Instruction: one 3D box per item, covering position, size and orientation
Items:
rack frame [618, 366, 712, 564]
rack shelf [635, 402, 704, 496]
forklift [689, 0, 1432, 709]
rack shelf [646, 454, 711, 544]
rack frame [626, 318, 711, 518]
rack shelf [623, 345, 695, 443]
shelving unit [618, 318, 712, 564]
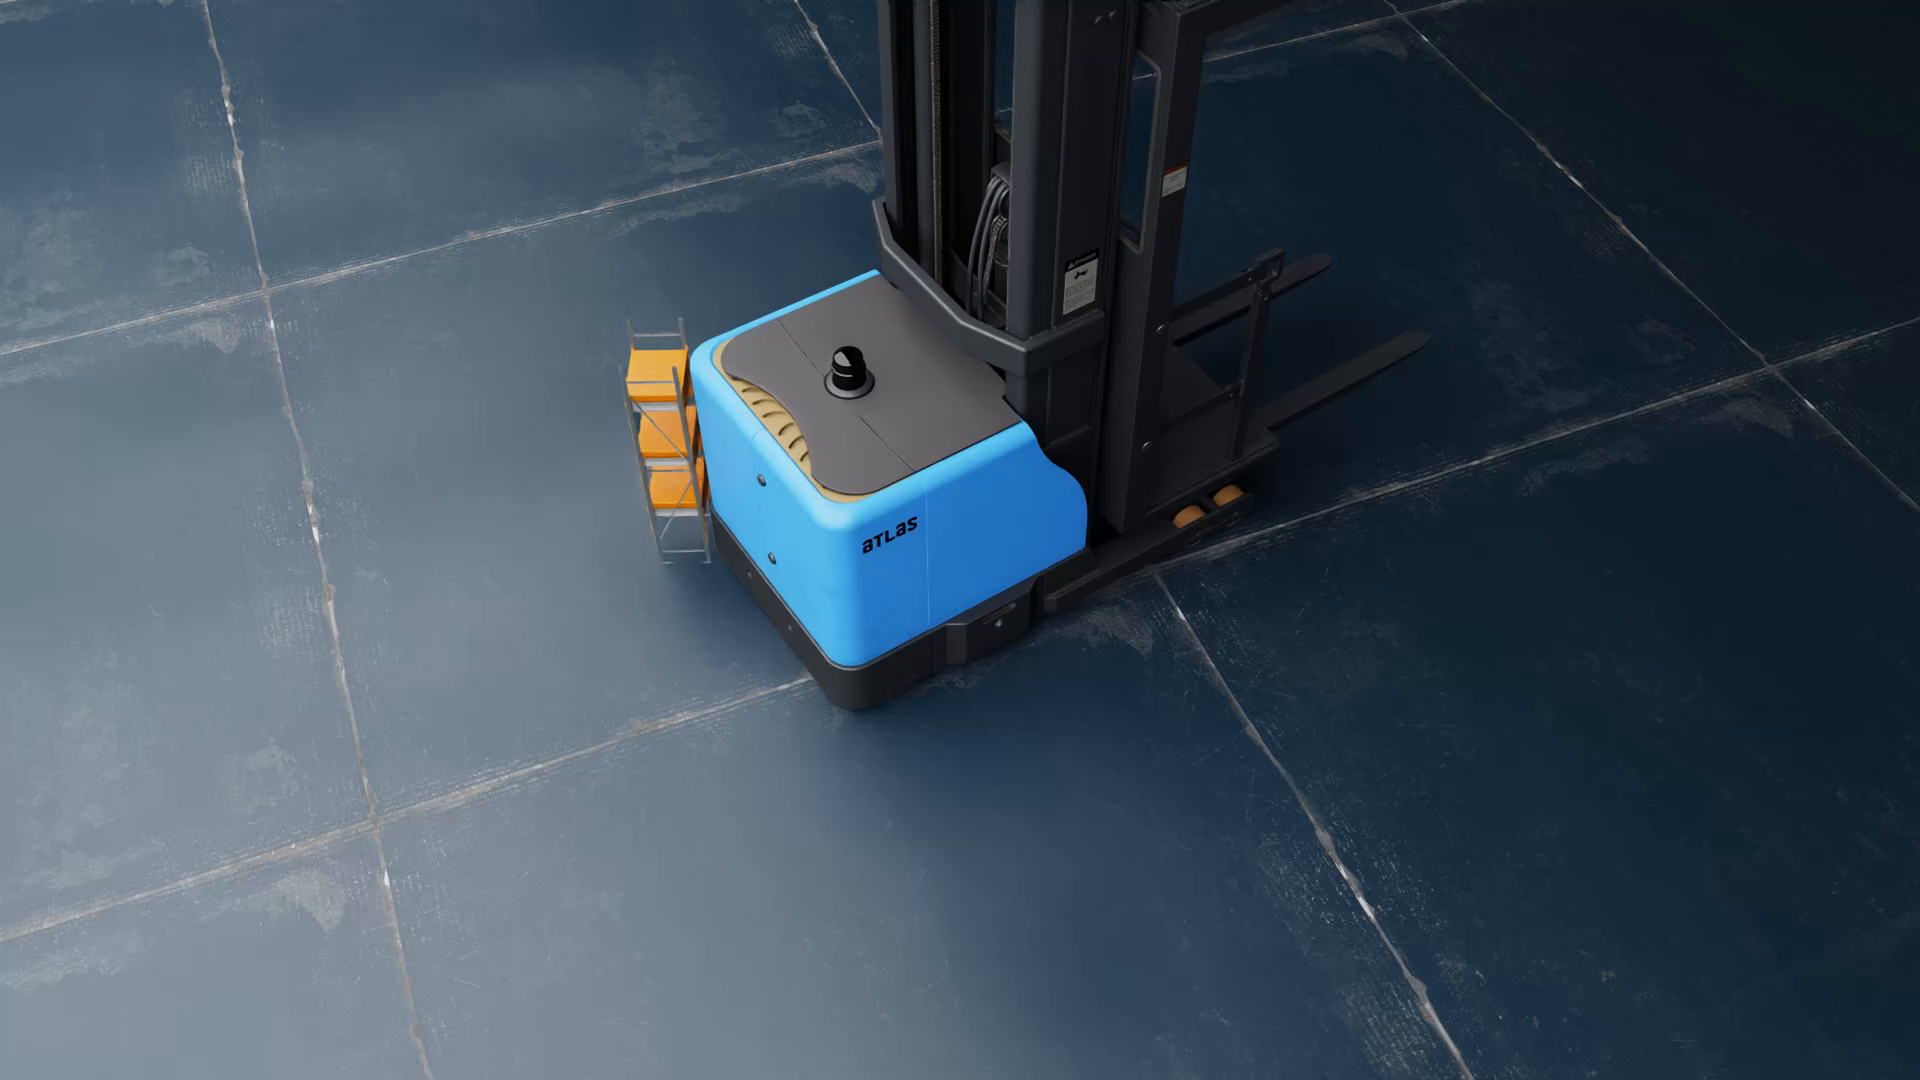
[{"bbox_3d":[-1.074,-0.252,6.115,0.200,1.050,0.008,-1,49,-1],"label":"rack frame"},{"bbox_3d":[-1.076,-0.338,6.202,0.215,0.259,0.240,-1,49,-1],"label":"rack shelf"},{"bbox_3d":[0.556,-1.237,5.721,3.031,2.935,1.130,-27,55,-21],"label":"forklift"},{"bbox_3d":[-1.076,-0.157,6.413,0.215,0.259,0.240,-1,49,-1],"label":"rack shelf"},{"bbox_3d":[-1.078,-0.437,6.274,0.200,1.050,0.008,-1,49,-1],"label":"rack frame"},{"bbox_3d":[-1.077,-0.523,5.987,0.215,0.259,0.240,-1,49,-1],"label":"rack shelf"},{"bbox_3d":[-1.076,-0.345,6.194,0.215,1.050,0.252,-1,49,-1],"label":"shelving unit"}]
